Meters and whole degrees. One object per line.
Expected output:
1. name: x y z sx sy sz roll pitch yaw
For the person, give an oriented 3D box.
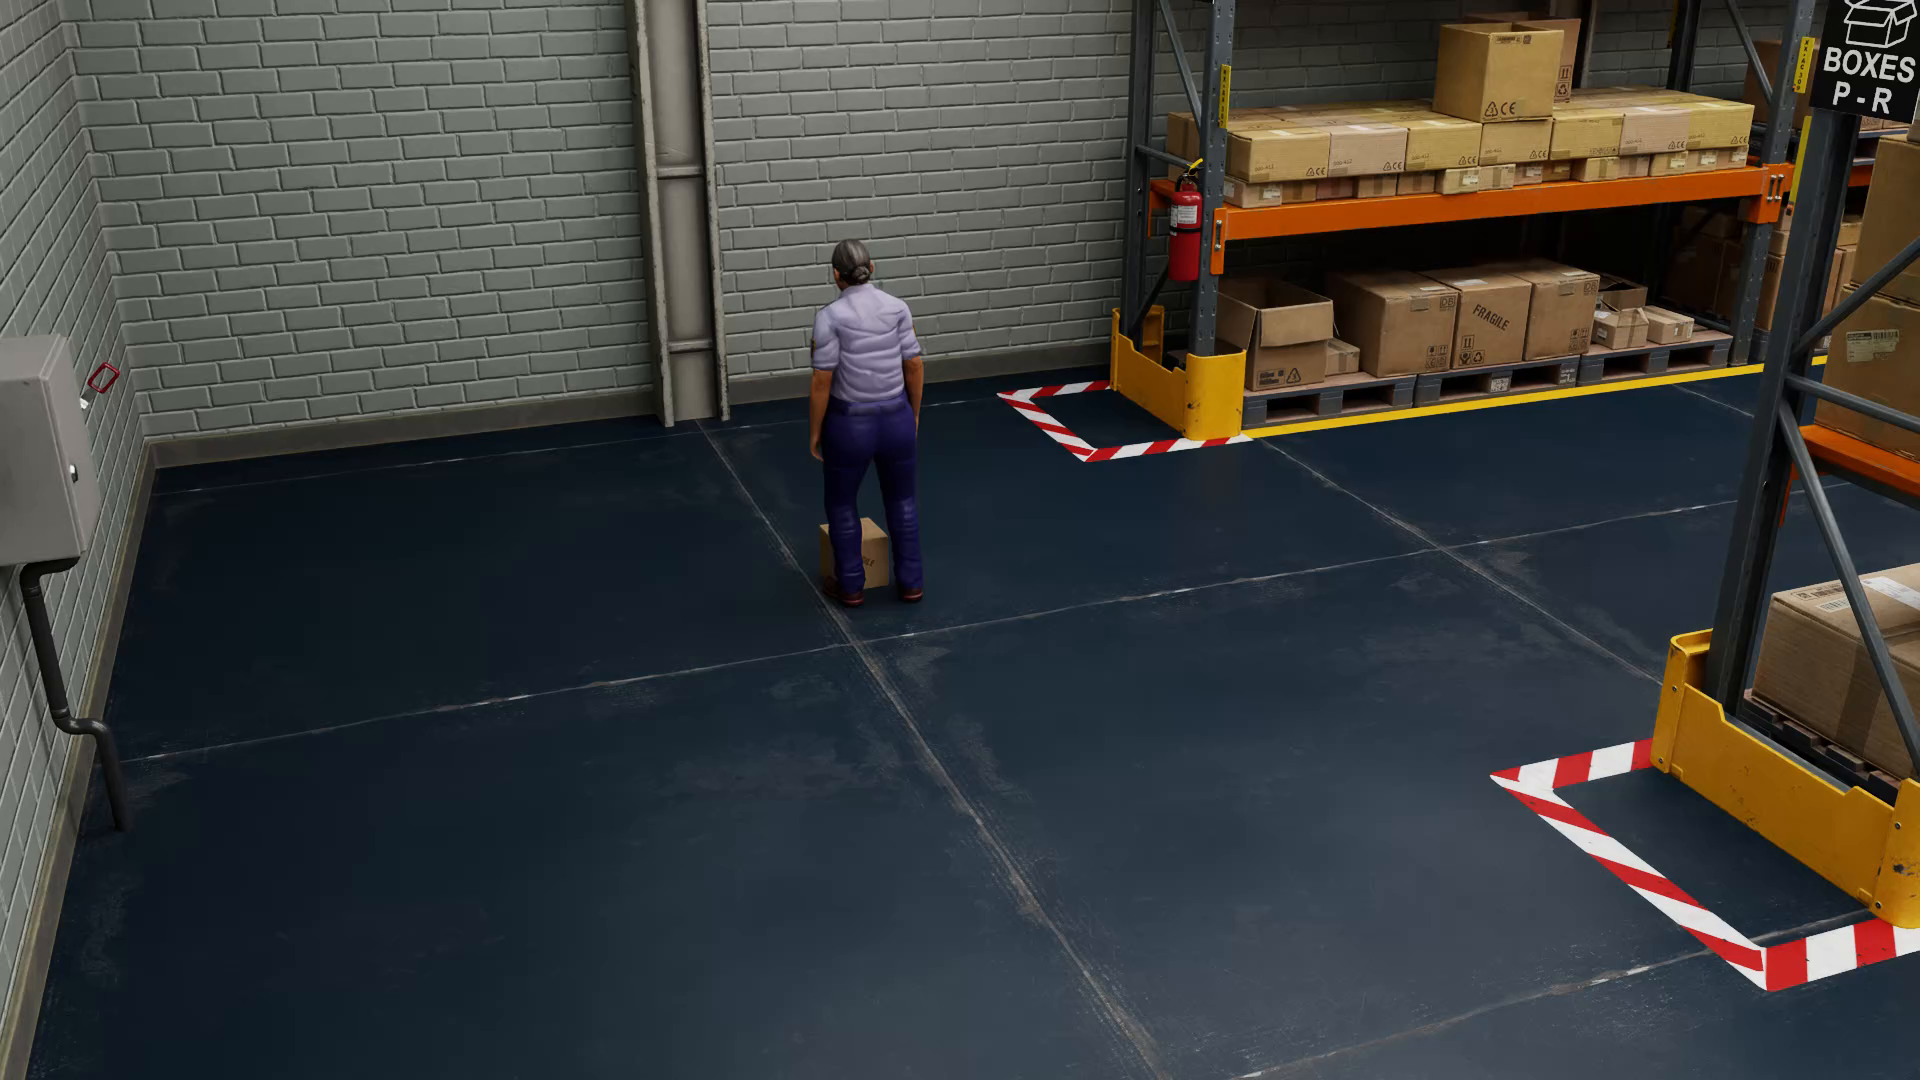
1. person: -0.410 -0.500 7.301 0.557 1.651 0.425 -10 25 -22
